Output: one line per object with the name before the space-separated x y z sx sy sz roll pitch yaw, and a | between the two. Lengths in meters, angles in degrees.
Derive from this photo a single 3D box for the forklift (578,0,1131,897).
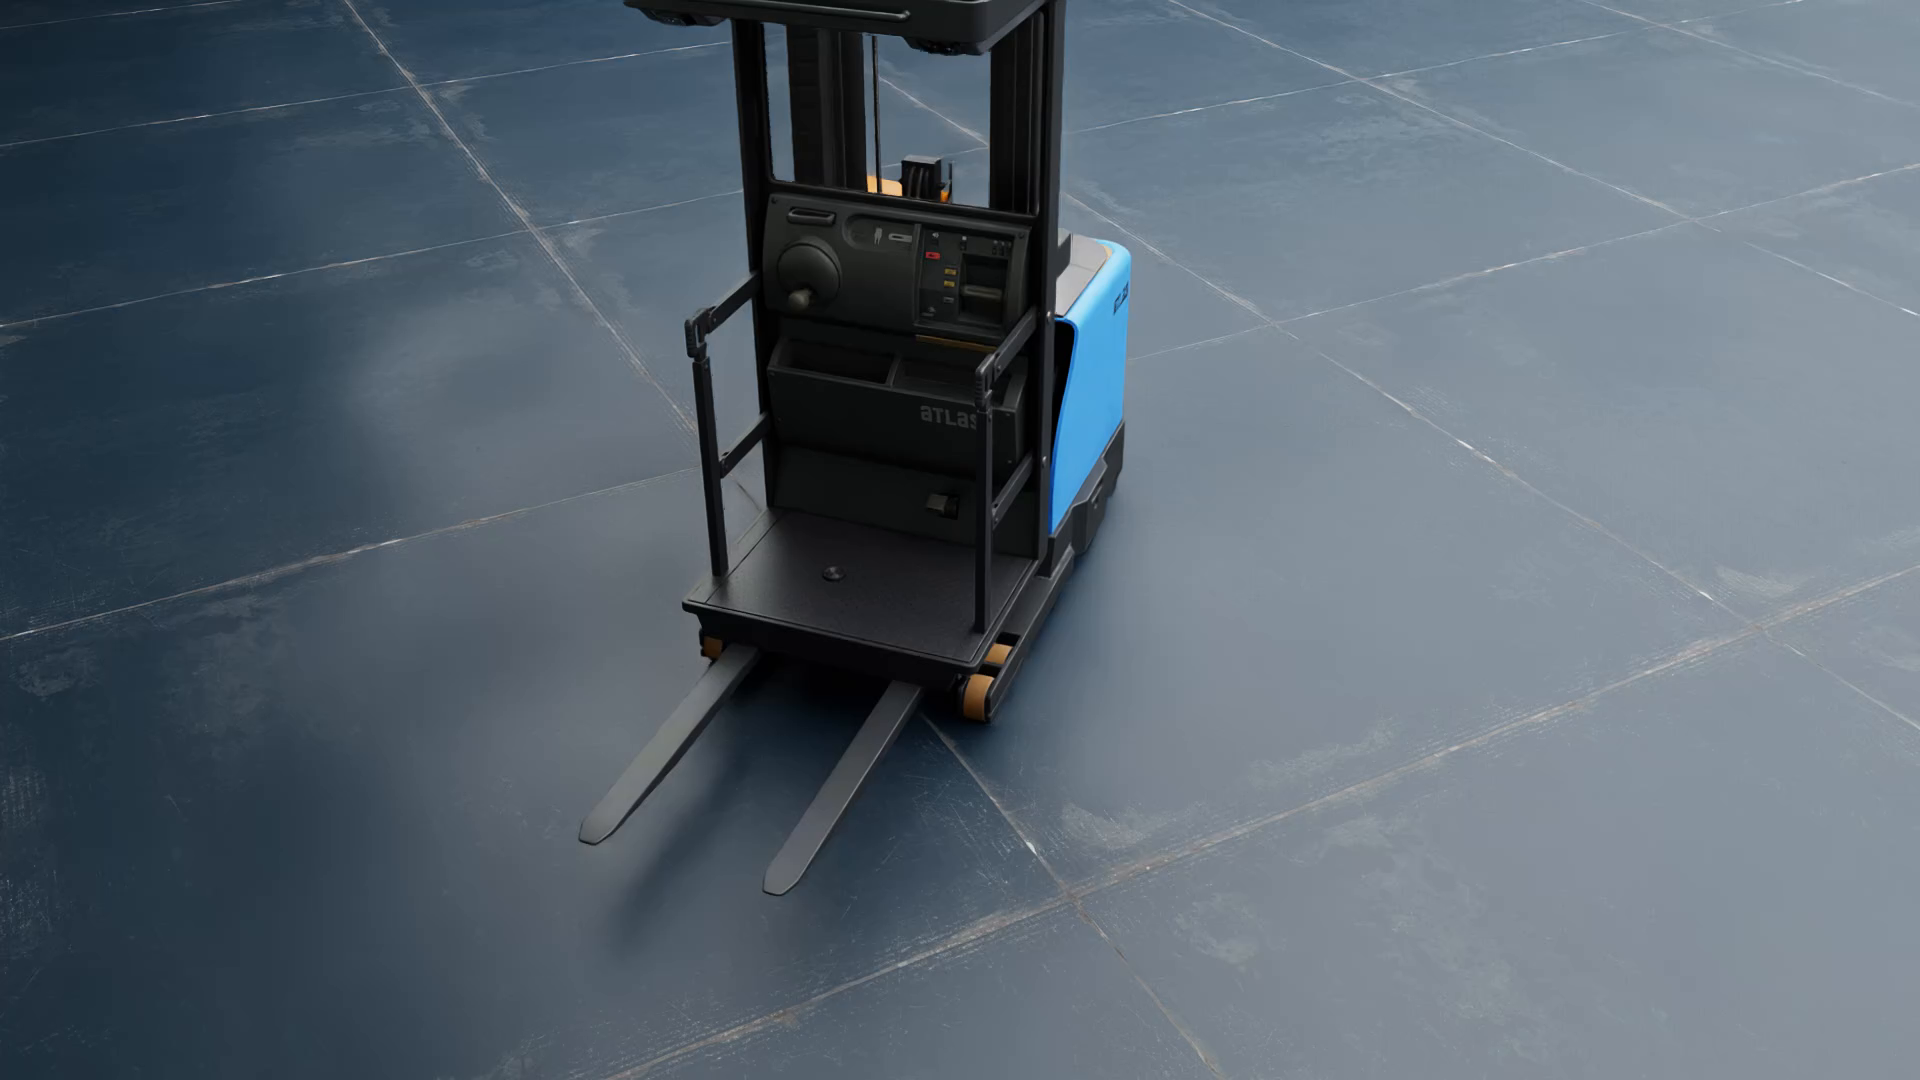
forklift | -0.295 -0.857 5.371 1.130 2.935 3.031 11 34 17

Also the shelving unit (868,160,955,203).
shelving unit | -0.300 -1.108 7.367 0.503 1.200 0.258 17 36 25

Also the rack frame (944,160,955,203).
rack frame | -0.088 -1.043 7.266 0.015 1.200 0.240 17 36 25

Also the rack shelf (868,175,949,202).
rack shelf | -0.300 -1.439 7.156 0.480 0.148 0.258 17 36 25
